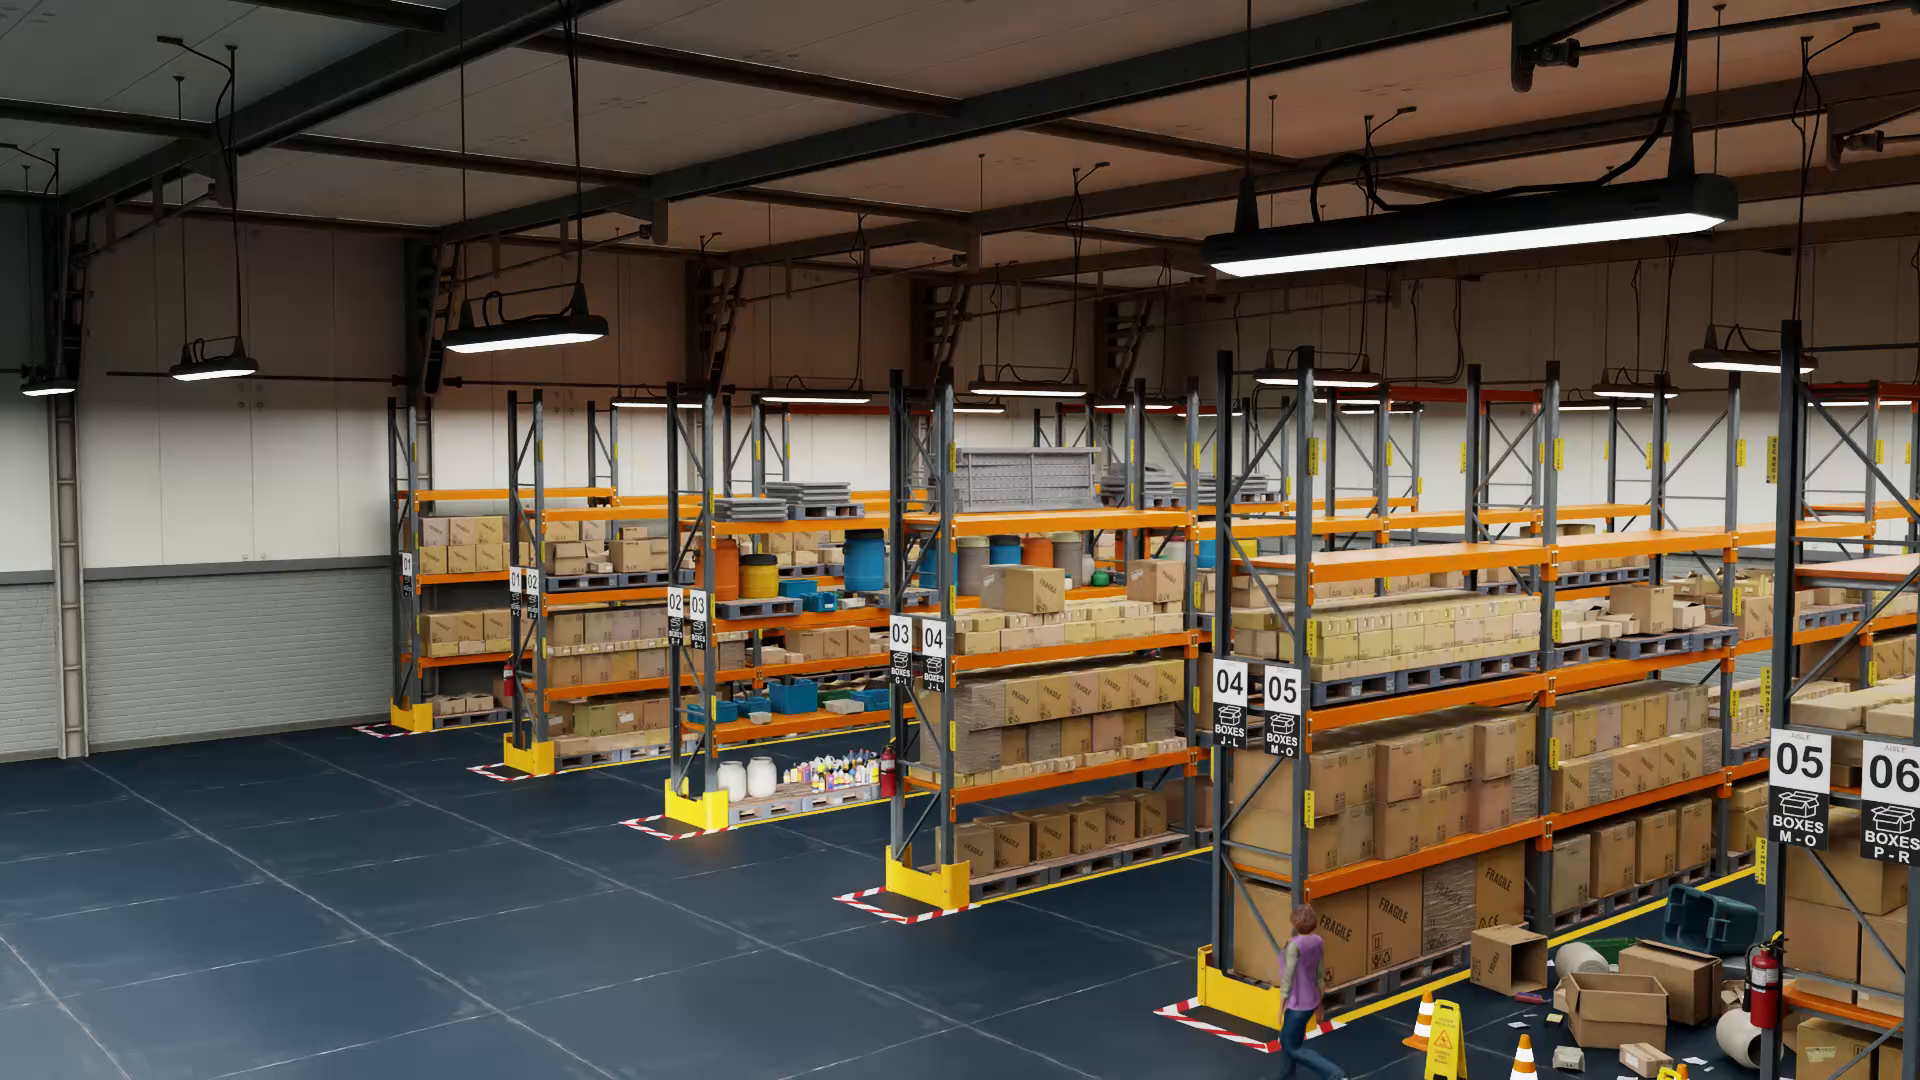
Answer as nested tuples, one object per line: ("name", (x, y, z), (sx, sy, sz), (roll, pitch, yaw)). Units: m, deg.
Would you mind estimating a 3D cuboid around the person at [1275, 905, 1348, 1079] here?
("person", (2.678, 3.616, 12.903), (0.761, 1.577, 0.407), (2, 4, 27))
